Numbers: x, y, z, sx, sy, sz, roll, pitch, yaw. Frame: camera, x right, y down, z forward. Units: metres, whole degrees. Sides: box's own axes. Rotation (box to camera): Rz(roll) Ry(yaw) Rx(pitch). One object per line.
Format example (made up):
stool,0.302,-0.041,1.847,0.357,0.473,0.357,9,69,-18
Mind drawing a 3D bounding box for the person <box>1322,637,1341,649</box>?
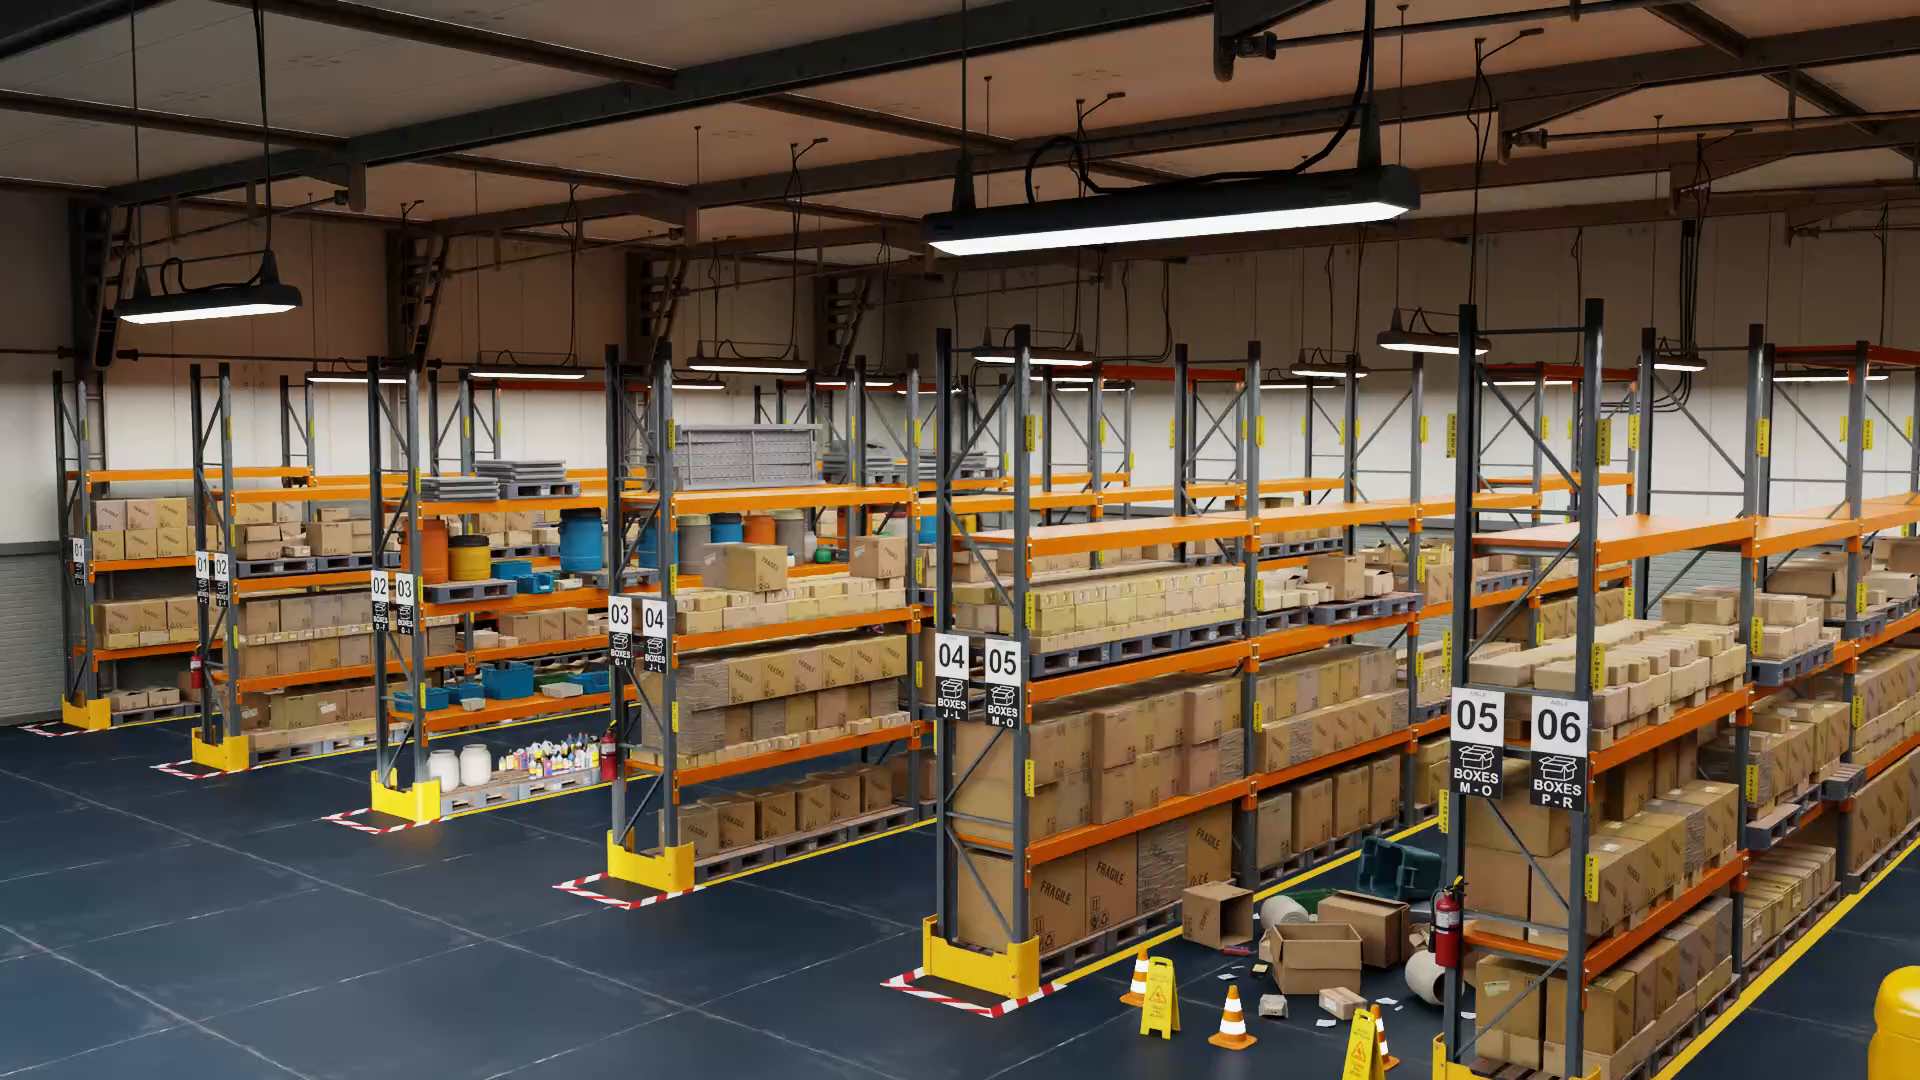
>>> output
person,6.290,2.338,27.707,0.655,1.704,0.761,3,5,32
